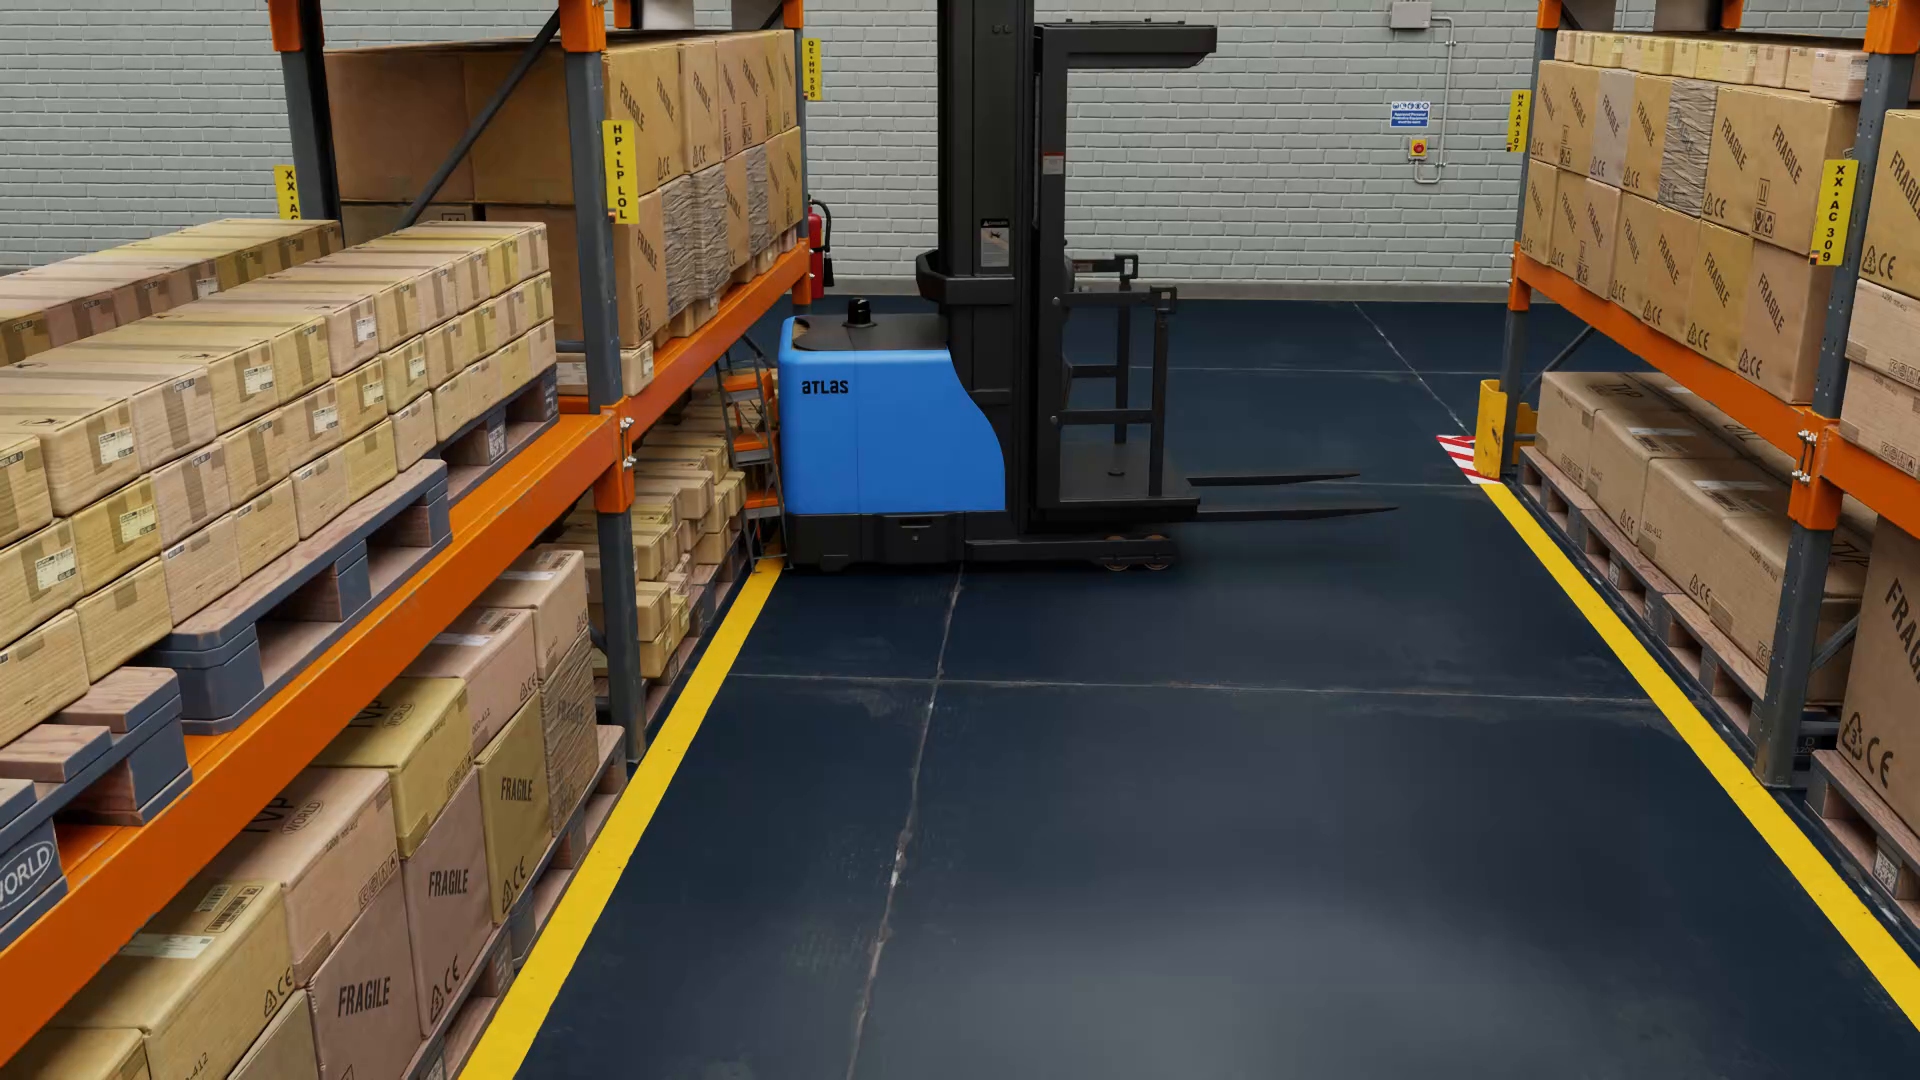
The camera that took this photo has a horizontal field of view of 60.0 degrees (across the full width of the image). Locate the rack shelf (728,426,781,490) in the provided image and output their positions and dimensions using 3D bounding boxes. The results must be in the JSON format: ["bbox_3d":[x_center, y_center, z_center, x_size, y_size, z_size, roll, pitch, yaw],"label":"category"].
[{"bbox_3d":[-0.950,-0.378,7.875,0.215,0.259,0.240,-7,15,6],"label":"rack shelf"}]

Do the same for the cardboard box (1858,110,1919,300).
[{"bbox_3d":[2.979,-0.959,4.766,0.500,0.500,0.500,1,18,5],"label":"cardboard box"}]

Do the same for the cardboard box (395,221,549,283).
[{"bbox_3d":[-1.481,-0.880,5.064,0.380,0.149,0.250,2,18,6],"label":"cardboard box"}]

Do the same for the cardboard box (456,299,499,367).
[{"bbox_3d":[-1.517,-0.580,4.628,0.380,0.149,0.250,2,18,6],"label":"cardboard box"}]

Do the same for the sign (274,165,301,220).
[{"bbox_3d":[-2.189,-1.067,5.471,0.100,0.325,0.005,1,18,4],"label":"sign"}]

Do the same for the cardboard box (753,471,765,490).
[{"bbox_3d":[-1.173,-0.245,8.257,0.380,0.149,0.250,0,18,1],"label":"cardboard box"}]

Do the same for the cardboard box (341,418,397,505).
[{"bbox_3d":[-1.568,-0.193,3.925,0.380,0.149,0.250,2,18,6],"label":"cardboard box"}]

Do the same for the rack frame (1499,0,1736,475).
[{"bbox_3d":[3.584,-1.809,9.126,1.000,3.000,0.127,1,18,4],"label":"rack frame"}]

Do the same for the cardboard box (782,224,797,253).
[{"bbox_3d":[-1.102,-1.661,9.079,0.380,0.149,0.250,1,18,4],"label":"cardboard box"}]

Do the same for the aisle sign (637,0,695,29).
[{"bbox_3d":[-1.654,-3.153,9.053,0.394,0.787,0.004,1,18,4],"label":"aisle sign"}]

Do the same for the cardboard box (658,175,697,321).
[{"bbox_3d":[-1.332,-1.137,6.436,0.500,0.500,0.500,1,18,4],"label":"cardboard box"}]

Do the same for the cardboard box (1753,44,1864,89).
[{"bbox_3d":[3.157,-1.736,6.096,0.380,0.149,0.250,1,18,3],"label":"cardboard box"}]

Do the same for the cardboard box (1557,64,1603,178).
[{"bbox_3d":[3.236,-2.028,8.029,0.500,0.500,0.500,1,18,2],"label":"cardboard box"}]

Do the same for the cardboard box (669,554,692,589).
[{"bbox_3d":[-1.347,0.163,7.013,0.380,0.149,0.250,1,18,3],"label":"cardboard box"}]

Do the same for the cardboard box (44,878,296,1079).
[{"bbox_3d":[-1.606,0.862,3.110,0.500,0.250,0.500,1,18,3],"label":"cardboard box"}]

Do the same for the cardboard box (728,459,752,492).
[{"bbox_3d":[-1.210,-0.302,7.954,0.380,0.149,0.250,2,18,7],"label":"cardboard box"}]

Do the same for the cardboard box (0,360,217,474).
[{"bbox_3d":[-1.632,-0.231,3.086,0.380,0.149,0.250,2,18,6],"label":"cardboard box"}]

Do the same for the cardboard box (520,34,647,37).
[{"bbox_3d":[-1.747,-2.101,7.772,0.500,0.500,0.500,1,18,3],"label":"cardboard box"}]

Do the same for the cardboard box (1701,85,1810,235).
[{"bbox_3d":[3.100,-1.399,6.110,0.500,0.500,0.500,1,18,3],"label":"cardboard box"}]

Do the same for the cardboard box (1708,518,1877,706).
[{"bbox_3d":[3.450,0.259,6.256,0.875,0.438,0.875,1,18,3],"label":"cardboard box"}]

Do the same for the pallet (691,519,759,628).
[{"bbox_3d":[-1.549,0.090,7.809,1.003,0.211,1.213,1,18,4],"label":"pallet"}]

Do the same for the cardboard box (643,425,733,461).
[{"bbox_3d":[-1.288,-0.442,7.904,0.380,0.149,0.250,1,18,2],"label":"cardboard box"}]

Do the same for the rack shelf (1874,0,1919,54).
[{"bbox_3d":[3.154,-1.029,3.084,1.077,0.370,4.000,1,18,4],"label":"rack shelf"}]

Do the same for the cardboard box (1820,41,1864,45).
[{"bbox_3d":[3.621,-1.888,6.558,0.380,0.149,0.250,1,18,4],"label":"cardboard box"}]

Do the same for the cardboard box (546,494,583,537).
[{"bbox_3d":[-1.795,-0.126,6.939,0.380,0.149,0.250,2,18,6],"label":"cardboard box"}]

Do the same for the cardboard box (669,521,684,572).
[{"bbox_3d":[-1.369,0.022,6.965,0.380,0.149,0.250,0,18,1],"label":"cardboard box"}]

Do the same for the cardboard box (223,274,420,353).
[{"bbox_3d":[-1.560,-0.558,4.083,0.380,0.149,0.250,1,18,2],"label":"cardboard box"}]

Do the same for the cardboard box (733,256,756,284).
[{"bbox_3d":[-1.203,-1.346,8.115,0.380,0.149,0.250,0,18,1],"label":"cardboard box"}]

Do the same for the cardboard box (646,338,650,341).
[{"bbox_3d":[-1.356,-0.689,6.112,0.380,0.149,0.250,2,18,6],"label":"cardboard box"}]

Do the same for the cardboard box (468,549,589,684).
[{"bbox_3d":[-1.448,0.223,5.060,0.500,0.250,0.500,1,18,2],"label":"cardboard box"}]

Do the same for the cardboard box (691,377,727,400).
[{"bbox_3d":[-1.221,-0.769,8.900,0.380,0.149,0.250,2,18,5],"label":"cardboard box"}]

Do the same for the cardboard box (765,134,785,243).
[{"bbox_3d":[-1.178,-1.772,8.375,0.500,0.500,0.500,1,18,3],"label":"cardboard box"}]

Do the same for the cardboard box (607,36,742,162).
[{"bbox_3d":[-1.244,-1.921,7.224,0.500,0.500,0.500,1,18,2],"label":"cardboard box"}]

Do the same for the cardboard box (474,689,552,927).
[{"bbox_3d":[-1.486,0.737,4.695,0.500,0.500,0.500,1,18,3],"label":"cardboard box"}]

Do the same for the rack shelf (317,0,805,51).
[{"bbox_3d":[-1.504,-2.350,7.117,1.077,0.370,4.000,1,18,4],"label":"rack shelf"}]

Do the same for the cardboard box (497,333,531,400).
[{"bbox_3d":[-1.496,-0.517,4.914,0.380,0.149,0.250,1,18,4],"label":"cardboard box"}]

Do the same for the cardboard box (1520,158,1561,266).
[{"bbox_3d":[3.264,-1.714,8.675,0.500,0.500,0.500,1,18,3],"label":"cardboard box"}]

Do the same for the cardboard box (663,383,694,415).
[{"bbox_3d":[-1.636,-0.772,8.911,0.380,0.149,0.250,2,18,5],"label":"cardboard box"}]

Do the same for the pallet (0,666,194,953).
[{"bbox_3d":[-1.989,0.464,2.498,1.213,0.211,1.003,1,18,4],"label":"pallet"}]

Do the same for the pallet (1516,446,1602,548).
[{"bbox_3d":[3.605,-0.234,8.797,1.003,0.211,1.213,1,18,4],"label":"pallet"}]

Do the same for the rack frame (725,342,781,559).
[{"bbox_3d":[-0.943,-0.421,7.990,0.200,1.050,0.008,-7,15,6],"label":"rack frame"}]

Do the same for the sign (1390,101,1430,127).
[{"bbox_3d":[3.922,-3.709,14.492,0.327,0.218,0.001,1,18,4],"label":"sign"}]

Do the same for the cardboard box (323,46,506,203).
[{"bbox_3d":[-1.883,-1.462,5.823,0.500,0.500,0.500,1,18,2],"label":"cardboard box"}]

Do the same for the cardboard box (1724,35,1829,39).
[{"bbox_3d":[3.681,-2.206,7.529,0.380,0.149,0.250,1,18,3],"label":"cardboard box"}]

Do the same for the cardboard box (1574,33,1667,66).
[{"bbox_3d":[3.202,-2.375,8.045,0.380,0.149,0.250,2,18,6],"label":"cardboard box"}]

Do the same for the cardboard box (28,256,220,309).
[{"bbox_3d":[-2.189,-0.653,4.371,0.380,0.149,0.250,1,18,3],"label":"cardboard box"}]

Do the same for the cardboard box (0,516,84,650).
[{"bbox_3d":[-1.666,0.062,2.667,0.380,0.149,0.250,1,18,2],"label":"cardboard box"}]

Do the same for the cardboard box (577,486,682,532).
[{"bbox_3d":[-1.372,-0.121,6.923,0.380,0.149,0.250,1,18,2],"label":"cardboard box"}]

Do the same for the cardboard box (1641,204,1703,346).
[{"bbox_3d":[3.129,-1.080,6.742,0.500,0.500,0.500,1,18,3],"label":"cardboard box"}]

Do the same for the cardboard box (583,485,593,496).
[{"bbox_3d":[-1.779,-0.143,7.468,0.380,0.149,0.250,0,18,1],"label":"cardboard box"}]

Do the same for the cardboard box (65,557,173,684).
[{"bbox_3d":[-1.644,0.131,2.935,0.380,0.149,0.250,2,18,6],"label":"cardboard box"}]

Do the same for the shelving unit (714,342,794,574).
[{"bbox_3d":[-0.952,-0.388,7.873,0.215,1.050,0.252,-7,15,6],"label":"shelving unit"}]

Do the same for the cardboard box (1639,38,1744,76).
[{"bbox_3d":[3.130,-2.055,7.069,0.380,0.149,0.250,1,18,3],"label":"cardboard box"}]

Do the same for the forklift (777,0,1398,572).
[{"bbox_3d":[0.626,-1.408,8.012,3.031,2.935,1.130,-1,18,-4],"label":"forklift"}]

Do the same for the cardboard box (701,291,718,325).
[{"bbox_3d":[-1.254,-1.017,7.113,0.380,0.149,0.250,2,18,6],"label":"cardboard box"}]

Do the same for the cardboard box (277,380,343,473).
[{"bbox_3d":[-1.592,-0.254,3.634,0.380,0.149,0.250,2,18,6],"label":"cardboard box"}]
